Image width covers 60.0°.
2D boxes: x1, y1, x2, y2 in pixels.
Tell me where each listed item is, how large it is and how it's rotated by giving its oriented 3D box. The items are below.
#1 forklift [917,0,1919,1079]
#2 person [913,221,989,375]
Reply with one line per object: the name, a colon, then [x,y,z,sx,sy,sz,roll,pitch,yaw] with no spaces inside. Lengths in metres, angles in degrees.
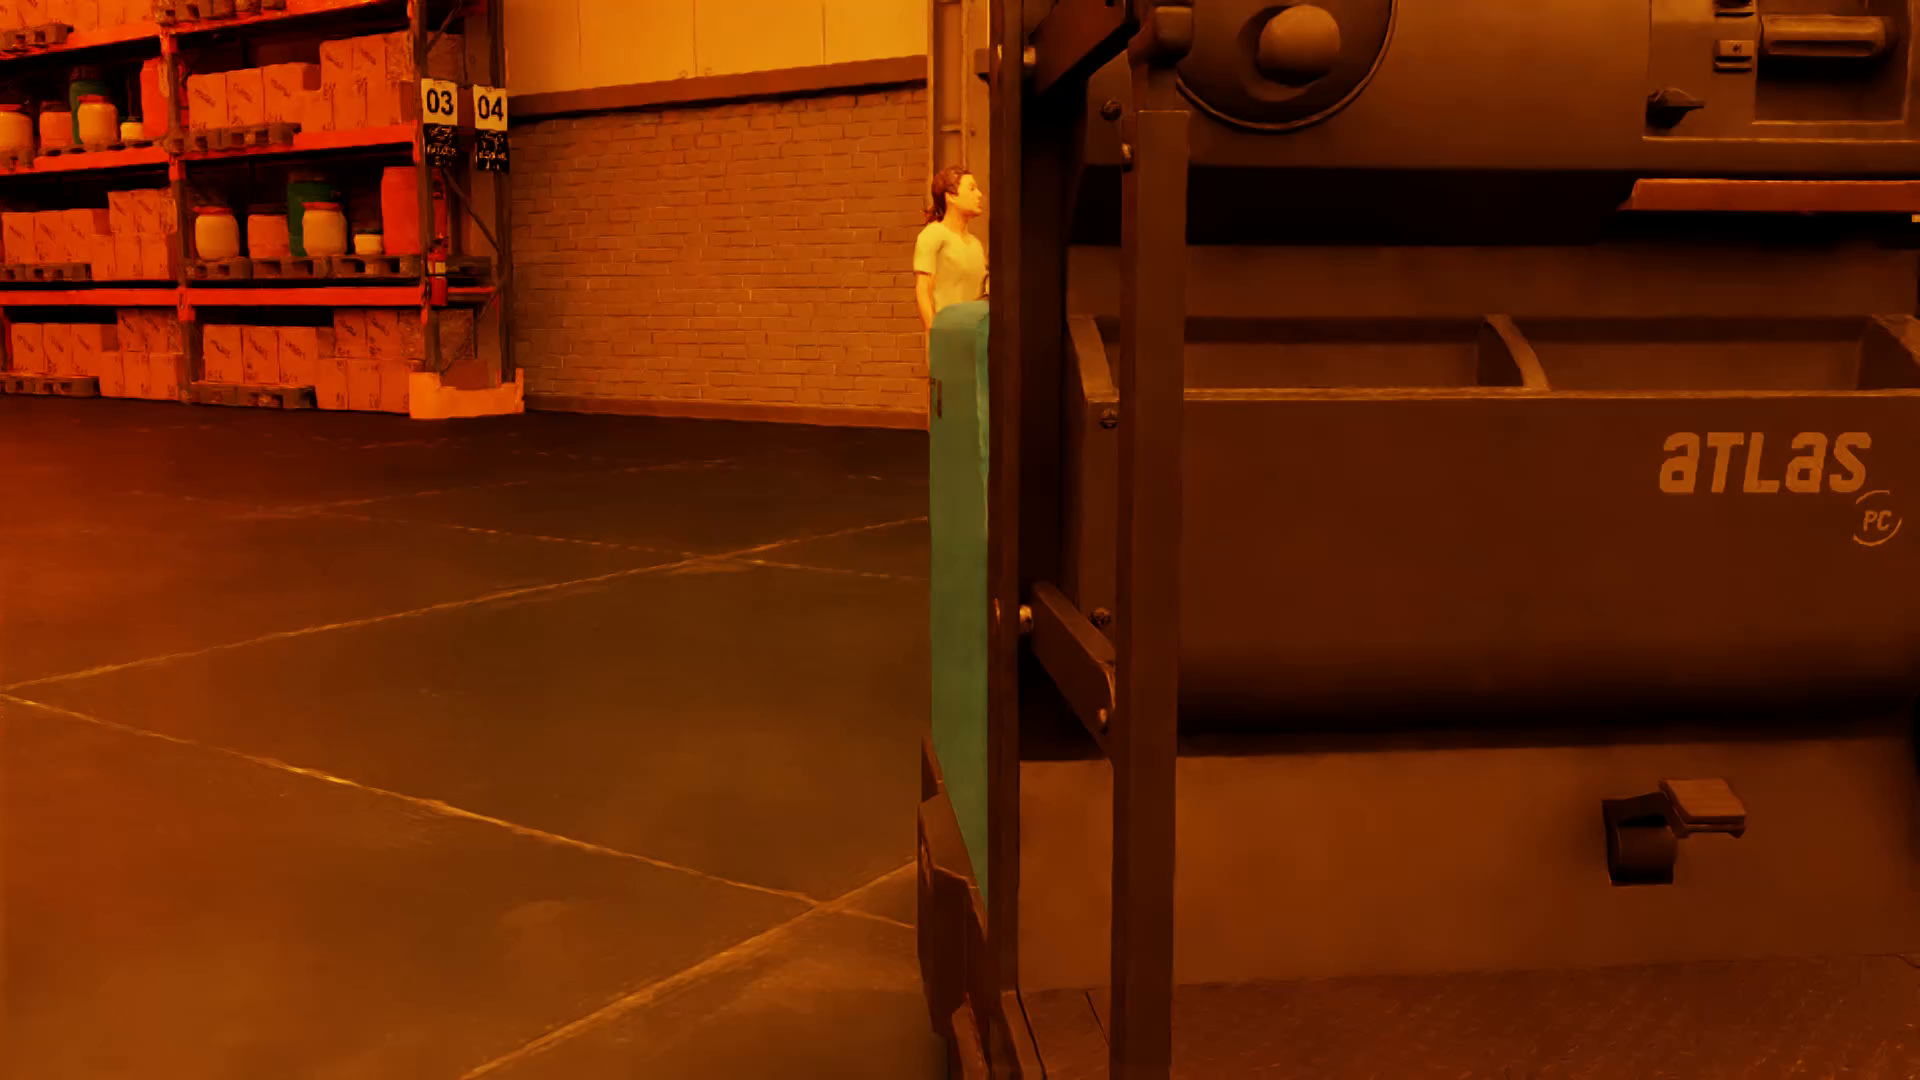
forklift: [0.599,-0.603,1.433,1.130,2.935,3.031,-1,8,-6]
person: [0.020,-0.744,7.475,0.395,1.361,0.519,5,10,34]
